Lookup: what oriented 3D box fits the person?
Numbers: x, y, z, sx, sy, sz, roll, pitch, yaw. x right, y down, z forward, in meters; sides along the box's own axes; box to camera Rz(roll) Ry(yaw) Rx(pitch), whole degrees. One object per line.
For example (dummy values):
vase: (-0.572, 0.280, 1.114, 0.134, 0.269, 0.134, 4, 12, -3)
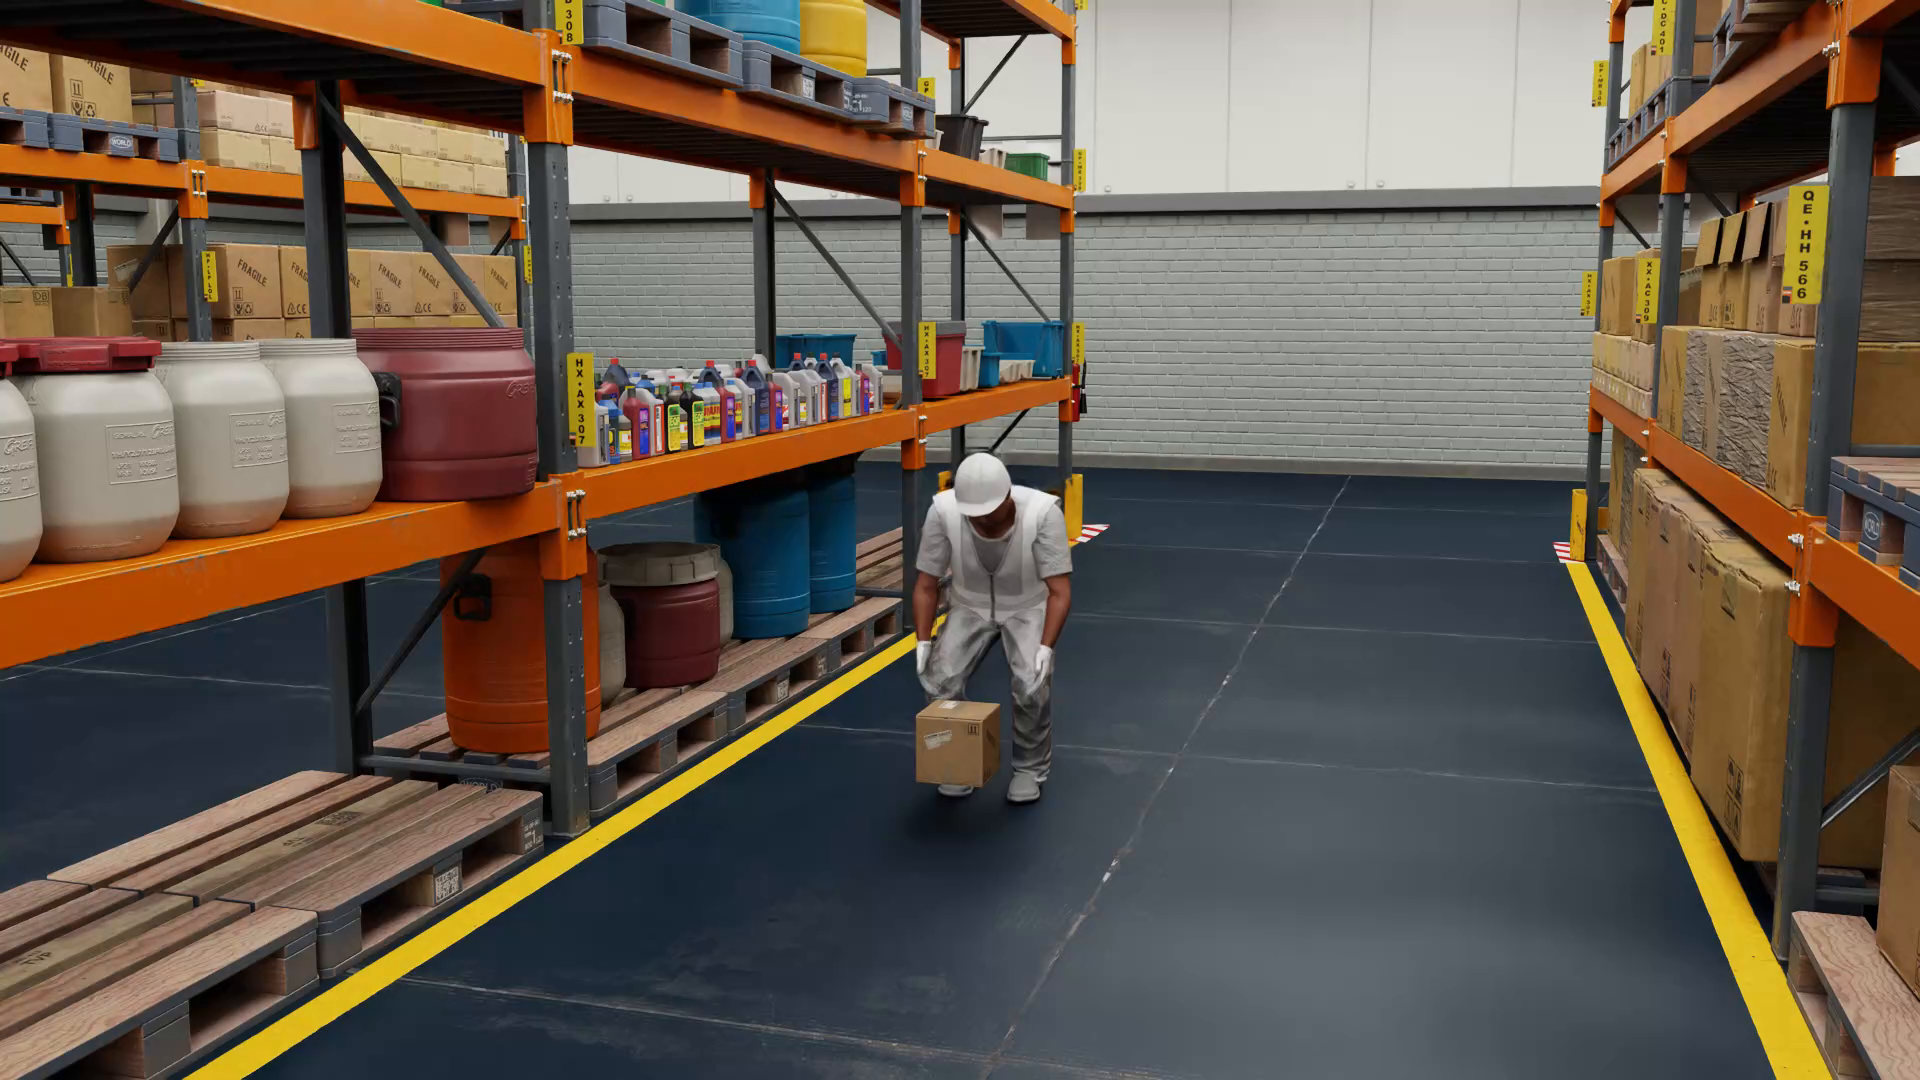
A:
person: (0.153, 0.298, 6.412, 0.610, 1.327, 0.787, 2, 9, 16)
